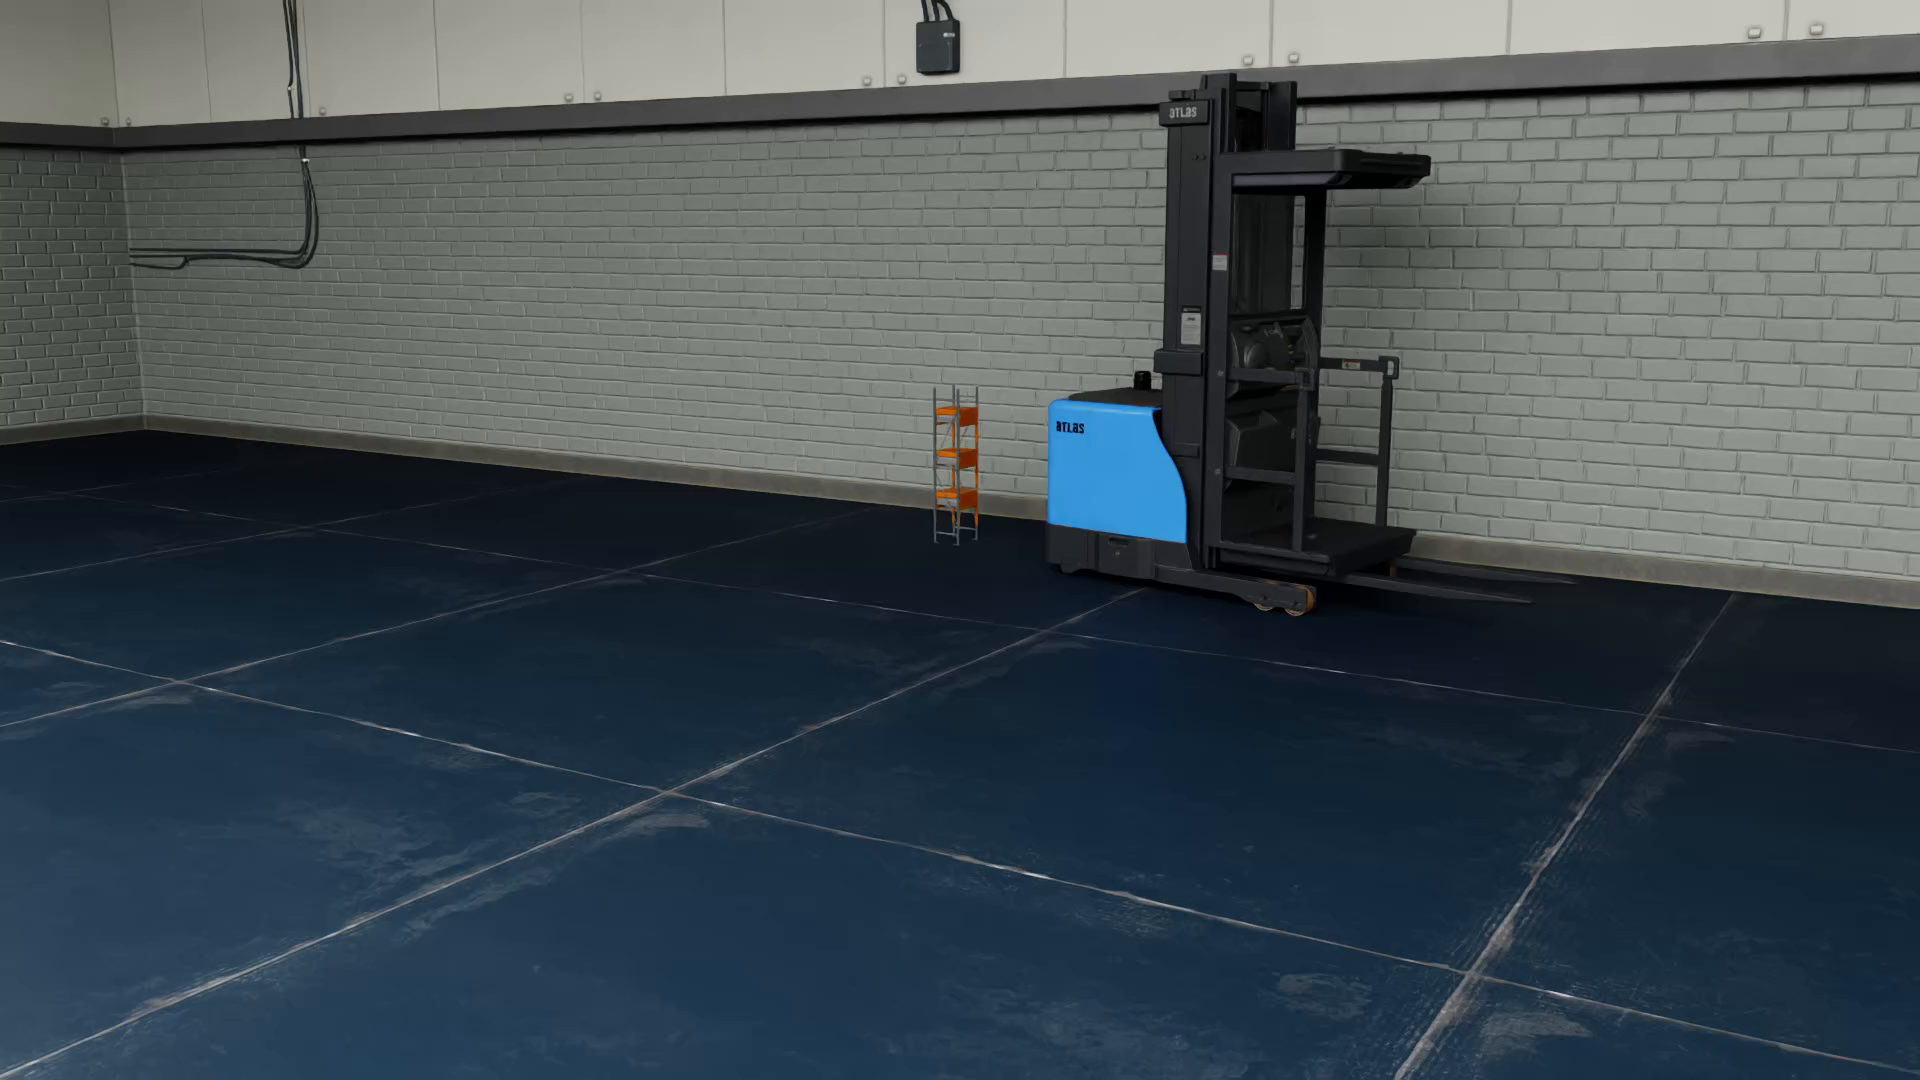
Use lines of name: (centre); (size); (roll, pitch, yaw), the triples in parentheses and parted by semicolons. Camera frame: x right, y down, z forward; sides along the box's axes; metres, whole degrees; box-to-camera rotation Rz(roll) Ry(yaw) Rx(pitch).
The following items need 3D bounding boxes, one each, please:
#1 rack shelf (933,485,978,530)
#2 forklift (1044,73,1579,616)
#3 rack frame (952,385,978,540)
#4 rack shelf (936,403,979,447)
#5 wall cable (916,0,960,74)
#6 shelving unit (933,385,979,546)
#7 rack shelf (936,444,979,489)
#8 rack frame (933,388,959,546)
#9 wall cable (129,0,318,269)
rack shelf: (-0.028, -0.224, 11.280); (0.215, 0.259, 0.240); (6, 12, 31)
forklift: (1.972, -1.132, 9.450); (3.031, 2.935, 1.130); (9, 14, 40)
rack frame: (0.036, -0.527, 11.330); (0.200, 1.050, 0.008); (6, 12, 31)
rack shelf: (-0.028, -0.776, 11.177); (0.215, 0.259, 0.240); (6, 12, 31)
wall cable: (0.688, -6.218, 10.886); (2.305, 6.003, 0.169); (6, 12, 31)
shelving unit: (-0.028, -0.508, 11.227); (0.215, 1.050, 0.252); (6, 12, 31)
rack shelf: (-0.028, -0.497, 11.229); (0.215, 0.259, 0.240); (6, 12, 31)
rack frame: (-0.091, -0.488, 11.125); (0.200, 1.050, 0.008); (6, 12, 31)
wall cable: (-7.417, -3.930, 16.343); (3.097, 2.526, 0.112); (6, 12, 31)
